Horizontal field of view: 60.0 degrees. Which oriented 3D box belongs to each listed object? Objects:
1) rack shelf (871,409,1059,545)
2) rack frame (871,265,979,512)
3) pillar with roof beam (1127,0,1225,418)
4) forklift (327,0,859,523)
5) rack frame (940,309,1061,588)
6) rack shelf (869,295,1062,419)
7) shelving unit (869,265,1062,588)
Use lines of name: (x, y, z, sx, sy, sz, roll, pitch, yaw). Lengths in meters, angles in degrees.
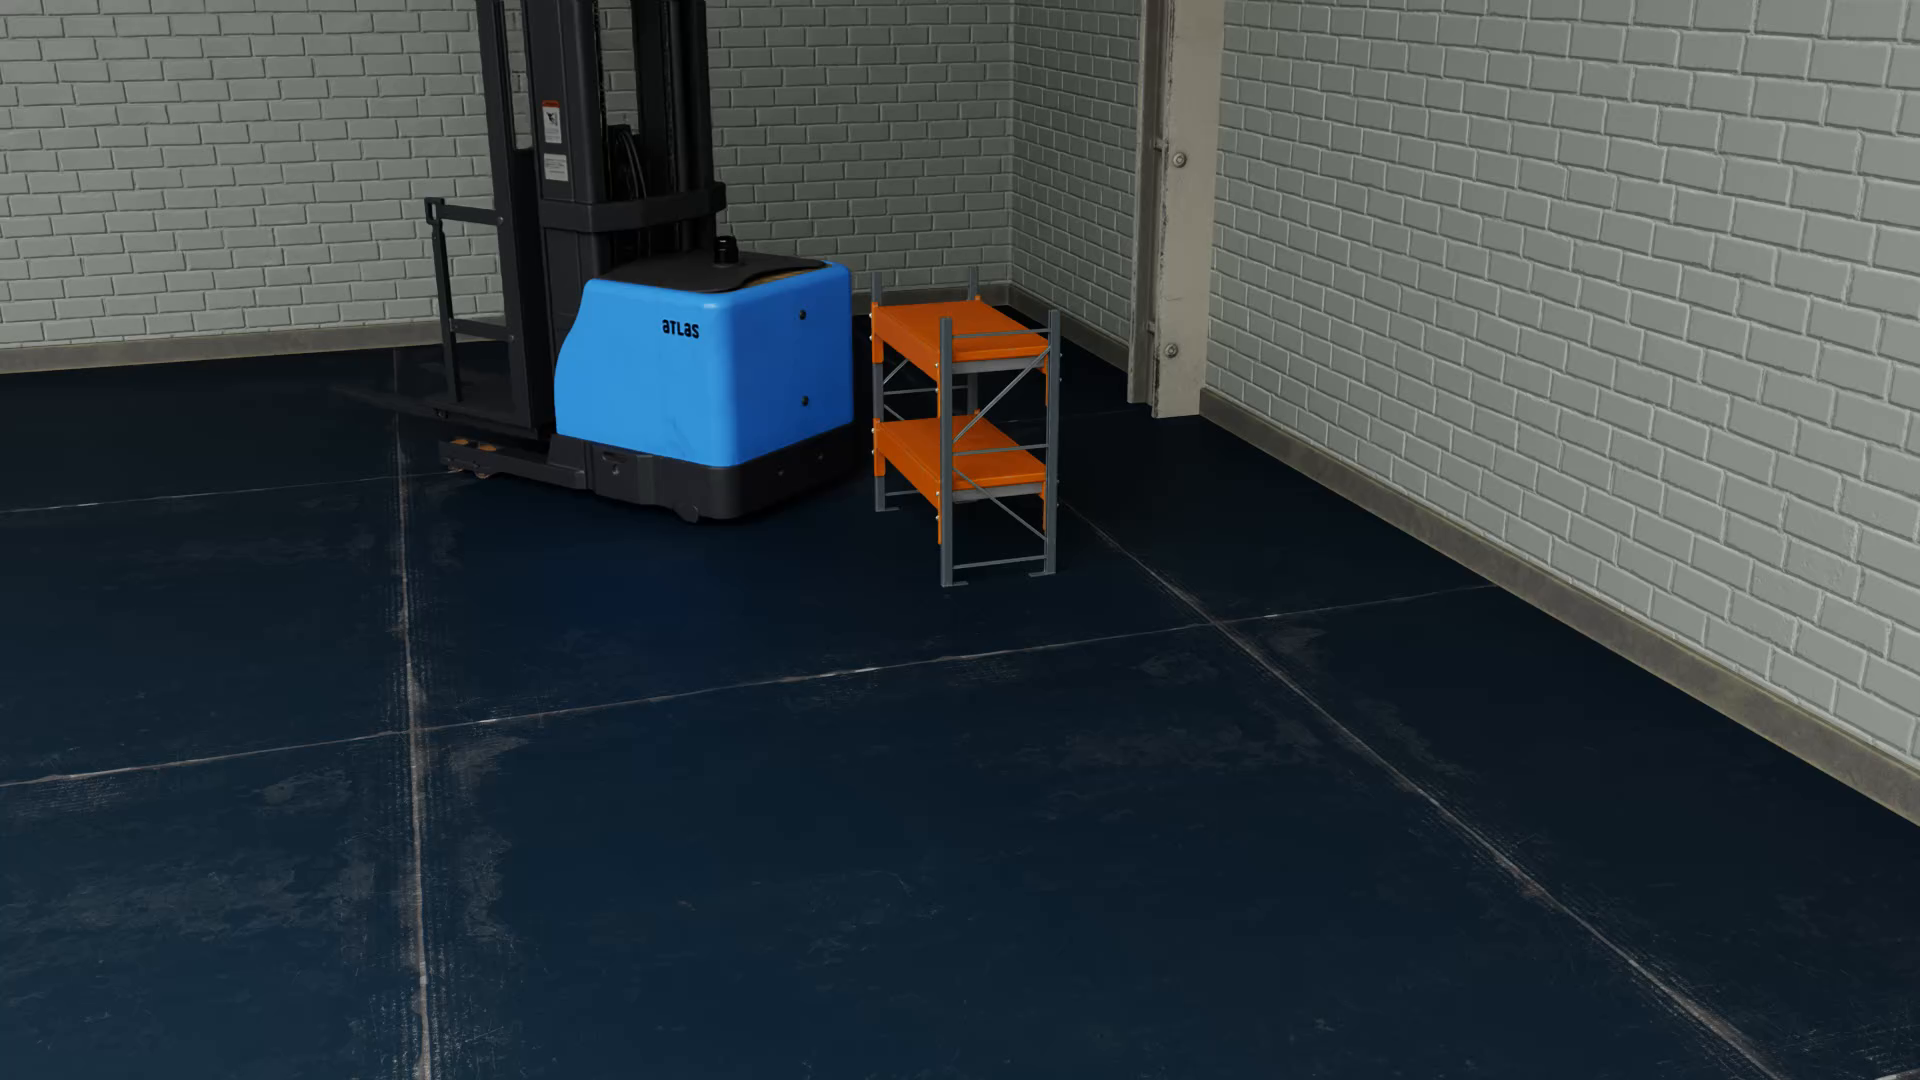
rack shelf: (0.002, -0.297, 7.303, 0.538, 0.278, 1.000, -6, 21, -17)
rack frame: (-0.158, -0.690, 7.674, 0.500, 1.125, 0.032, -6, 21, -17)
pillar with roof beam: (-2.910, -4.539, 6.742, 9.100, 9.000, 0.400, -6, 21, -17)
forklift: (-2.013, -1.819, 8.145, 3.031, 2.935, 1.130, 12, 23, 31)
rack frame: (0.162, -0.364, 6.766, 0.500, 1.125, 0.032, -6, 21, -17)
rack shelf: (0.002, -0.803, 7.121, 0.538, 0.278, 1.000, -6, 21, -17)
shelving unit: (0.002, -0.527, 7.220, 0.538, 1.125, 1.048, -6, 21, -17)
